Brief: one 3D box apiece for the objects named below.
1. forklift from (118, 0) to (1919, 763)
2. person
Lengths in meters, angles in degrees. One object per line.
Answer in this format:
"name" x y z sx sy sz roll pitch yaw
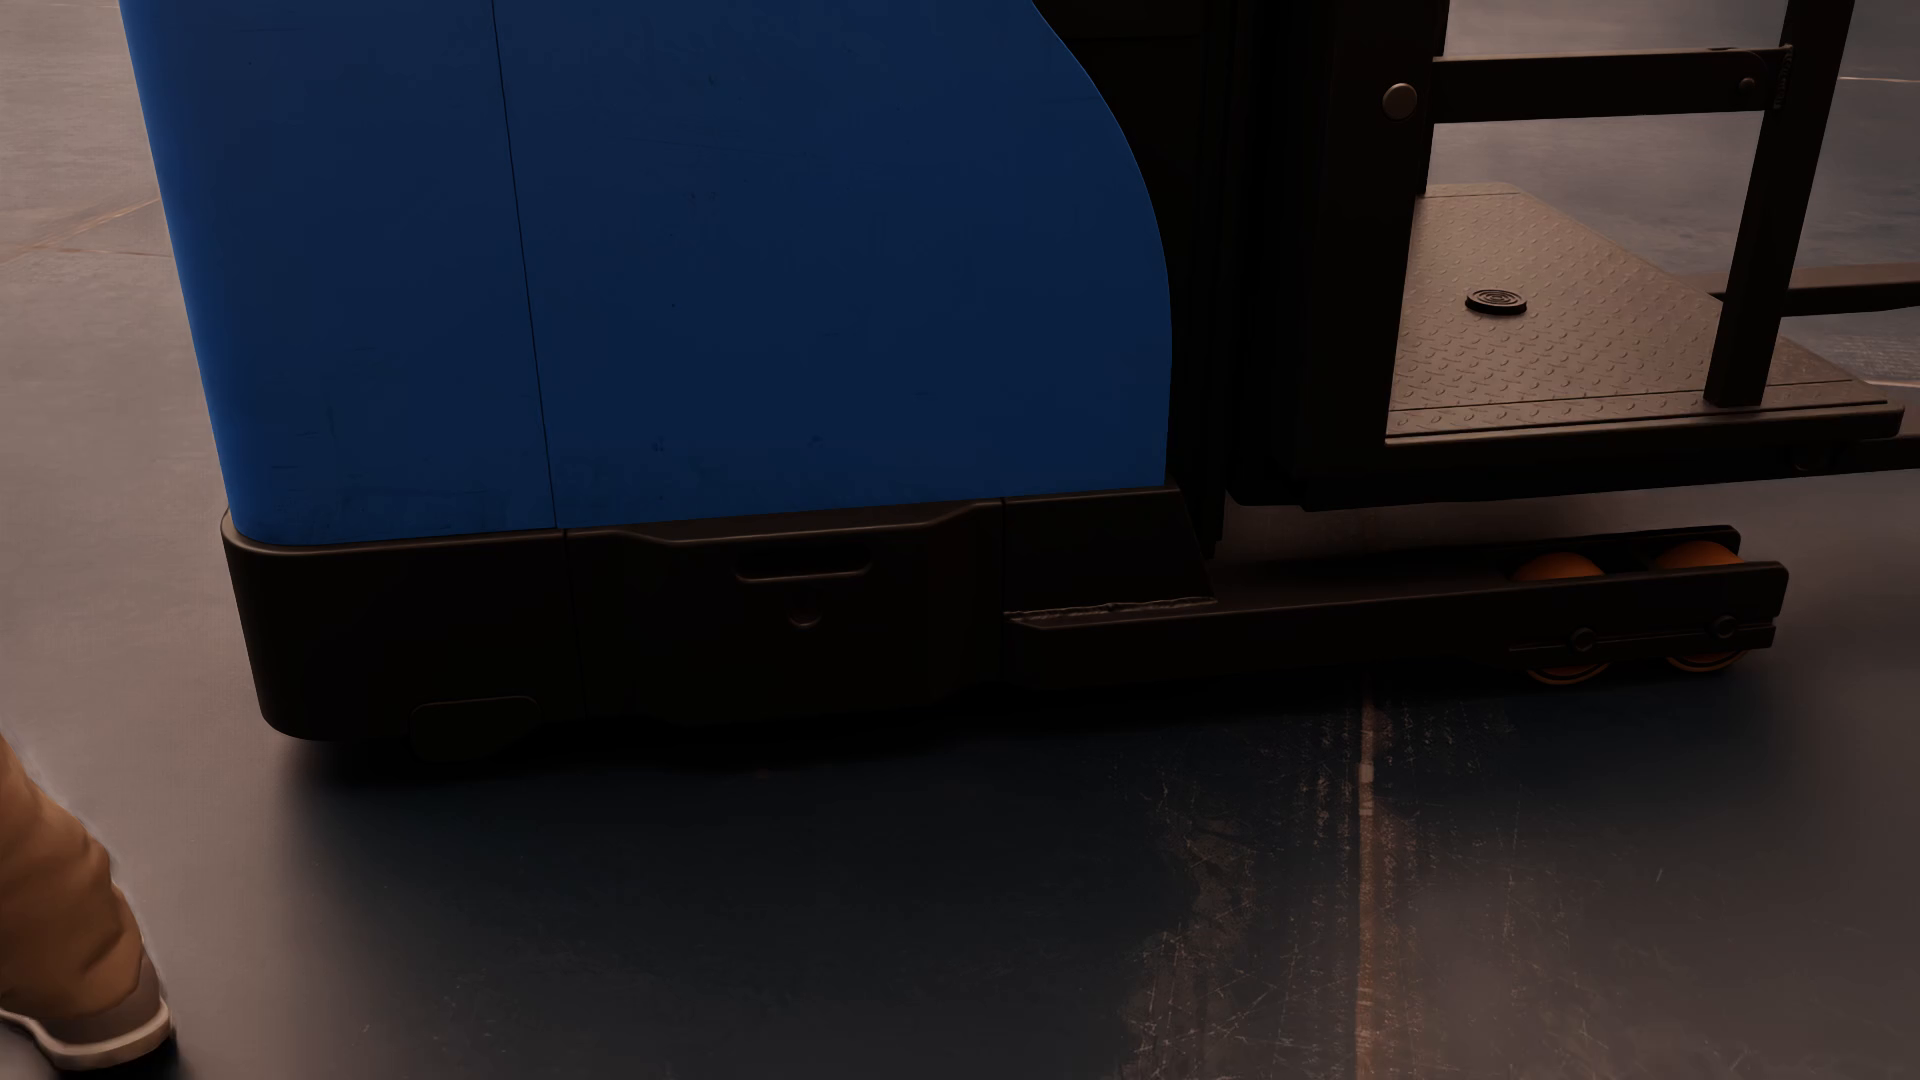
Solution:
"forklift" 0.600 -1.354 1.930 3.031 2.935 1.130 -4 27 -9
"person" -1.036 -0.119 1.013 0.649 1.615 0.784 21 33 35
